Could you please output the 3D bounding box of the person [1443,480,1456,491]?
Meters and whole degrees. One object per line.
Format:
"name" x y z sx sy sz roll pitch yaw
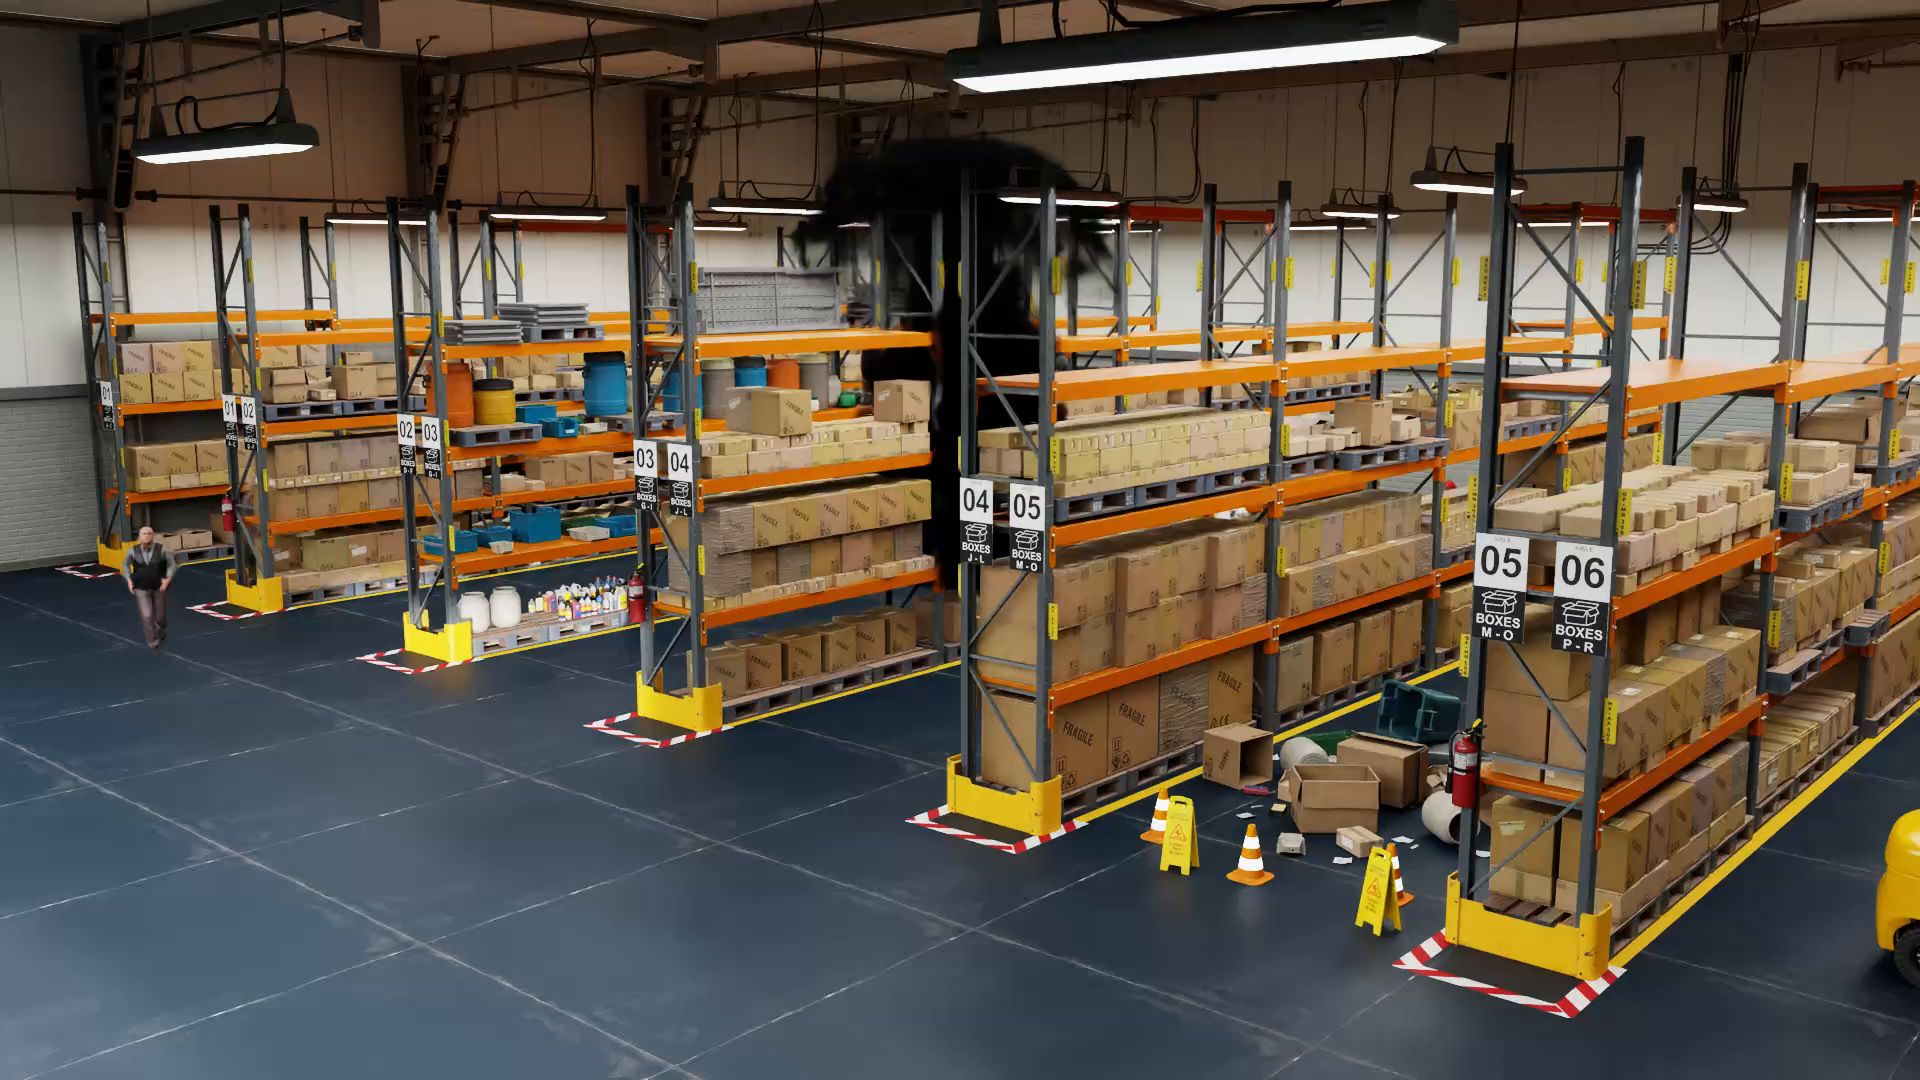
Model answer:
"person" 7.823 -0.090 26.595 0.669 1.744 0.686 -8 12 -40

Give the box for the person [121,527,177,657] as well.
"person" -10.840 0.672 22.290 0.679 1.740 0.812 -4 10 -23

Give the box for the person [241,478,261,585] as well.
"person" -11.402 -0.153 26.985 0.741 1.743 0.668 5 11 28

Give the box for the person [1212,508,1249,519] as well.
"person" 3.854 0.100 24.128 0.571 1.732 0.660 8 13 41
